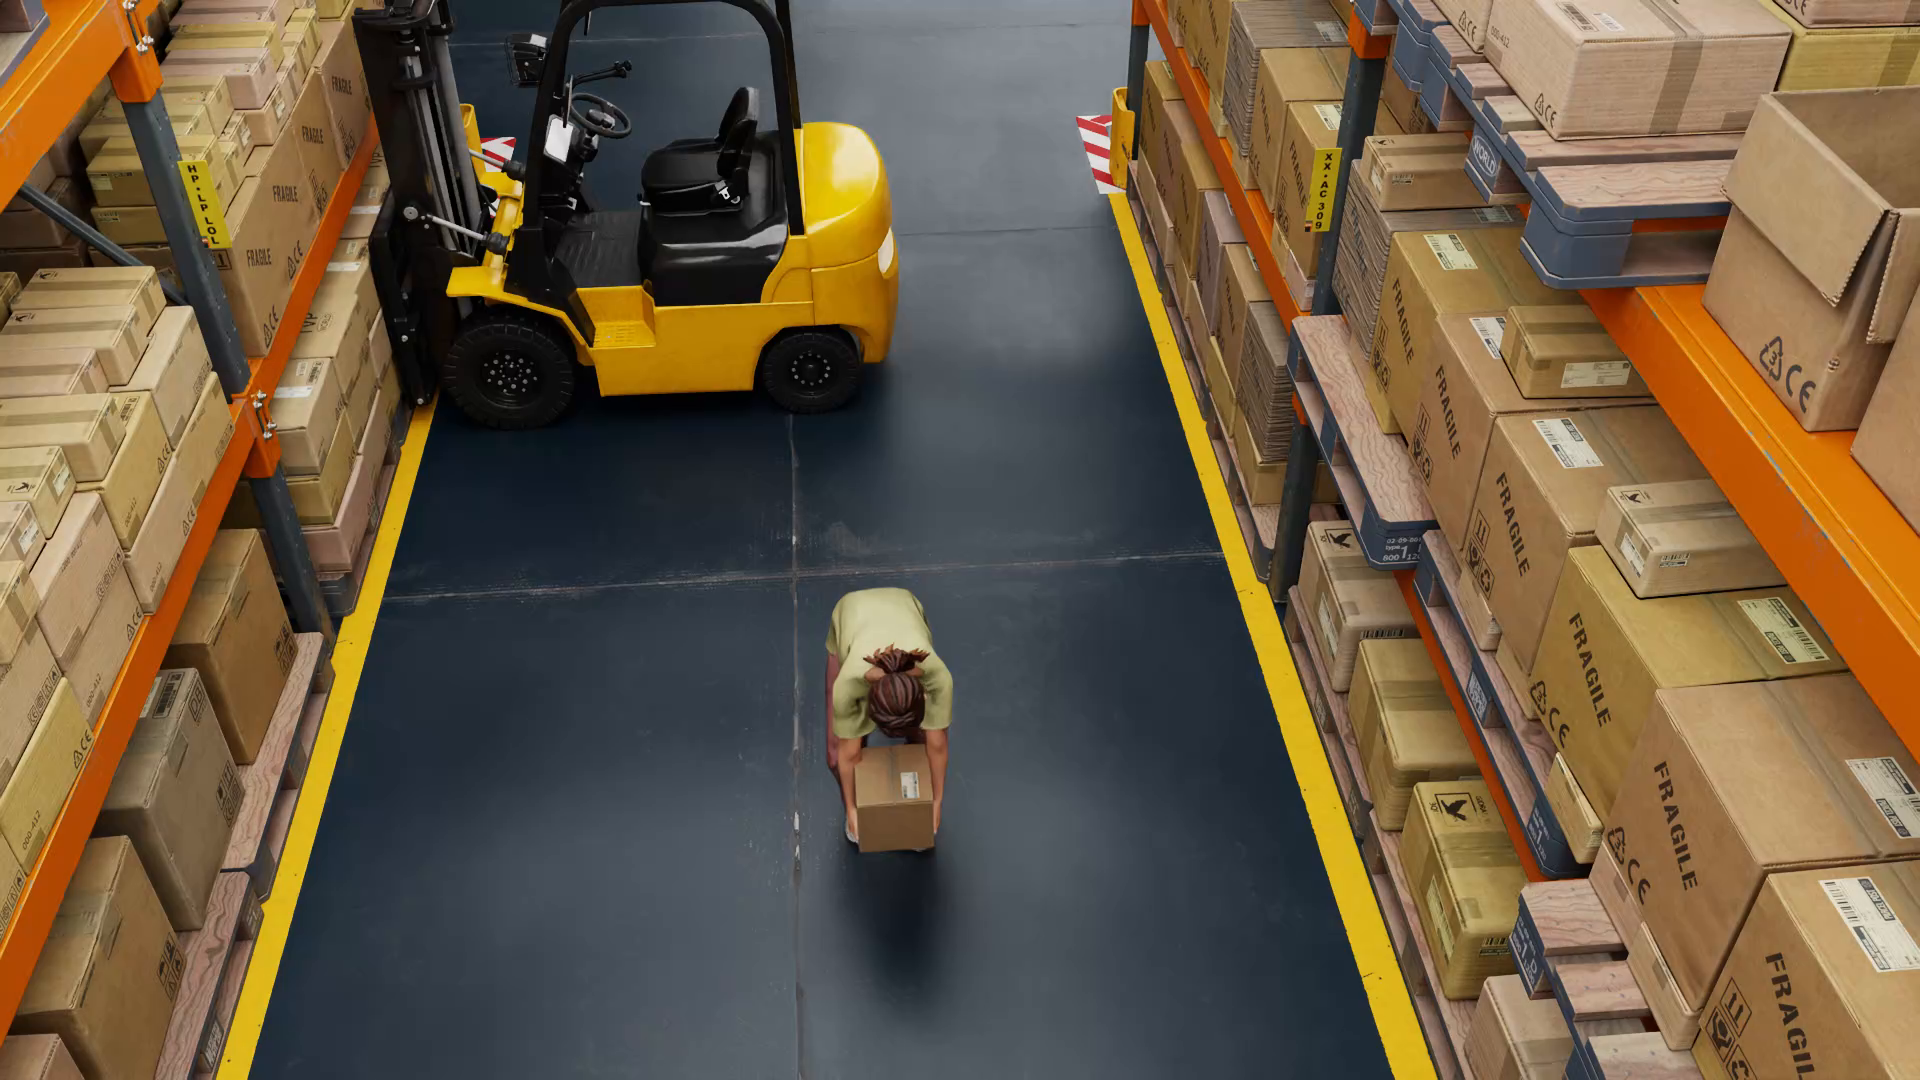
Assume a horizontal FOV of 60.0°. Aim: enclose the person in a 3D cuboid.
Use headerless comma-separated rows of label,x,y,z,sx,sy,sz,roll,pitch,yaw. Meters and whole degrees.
person,-0.246,0.690,5.703,0.428,1.182,0.844,-5,39,-6
